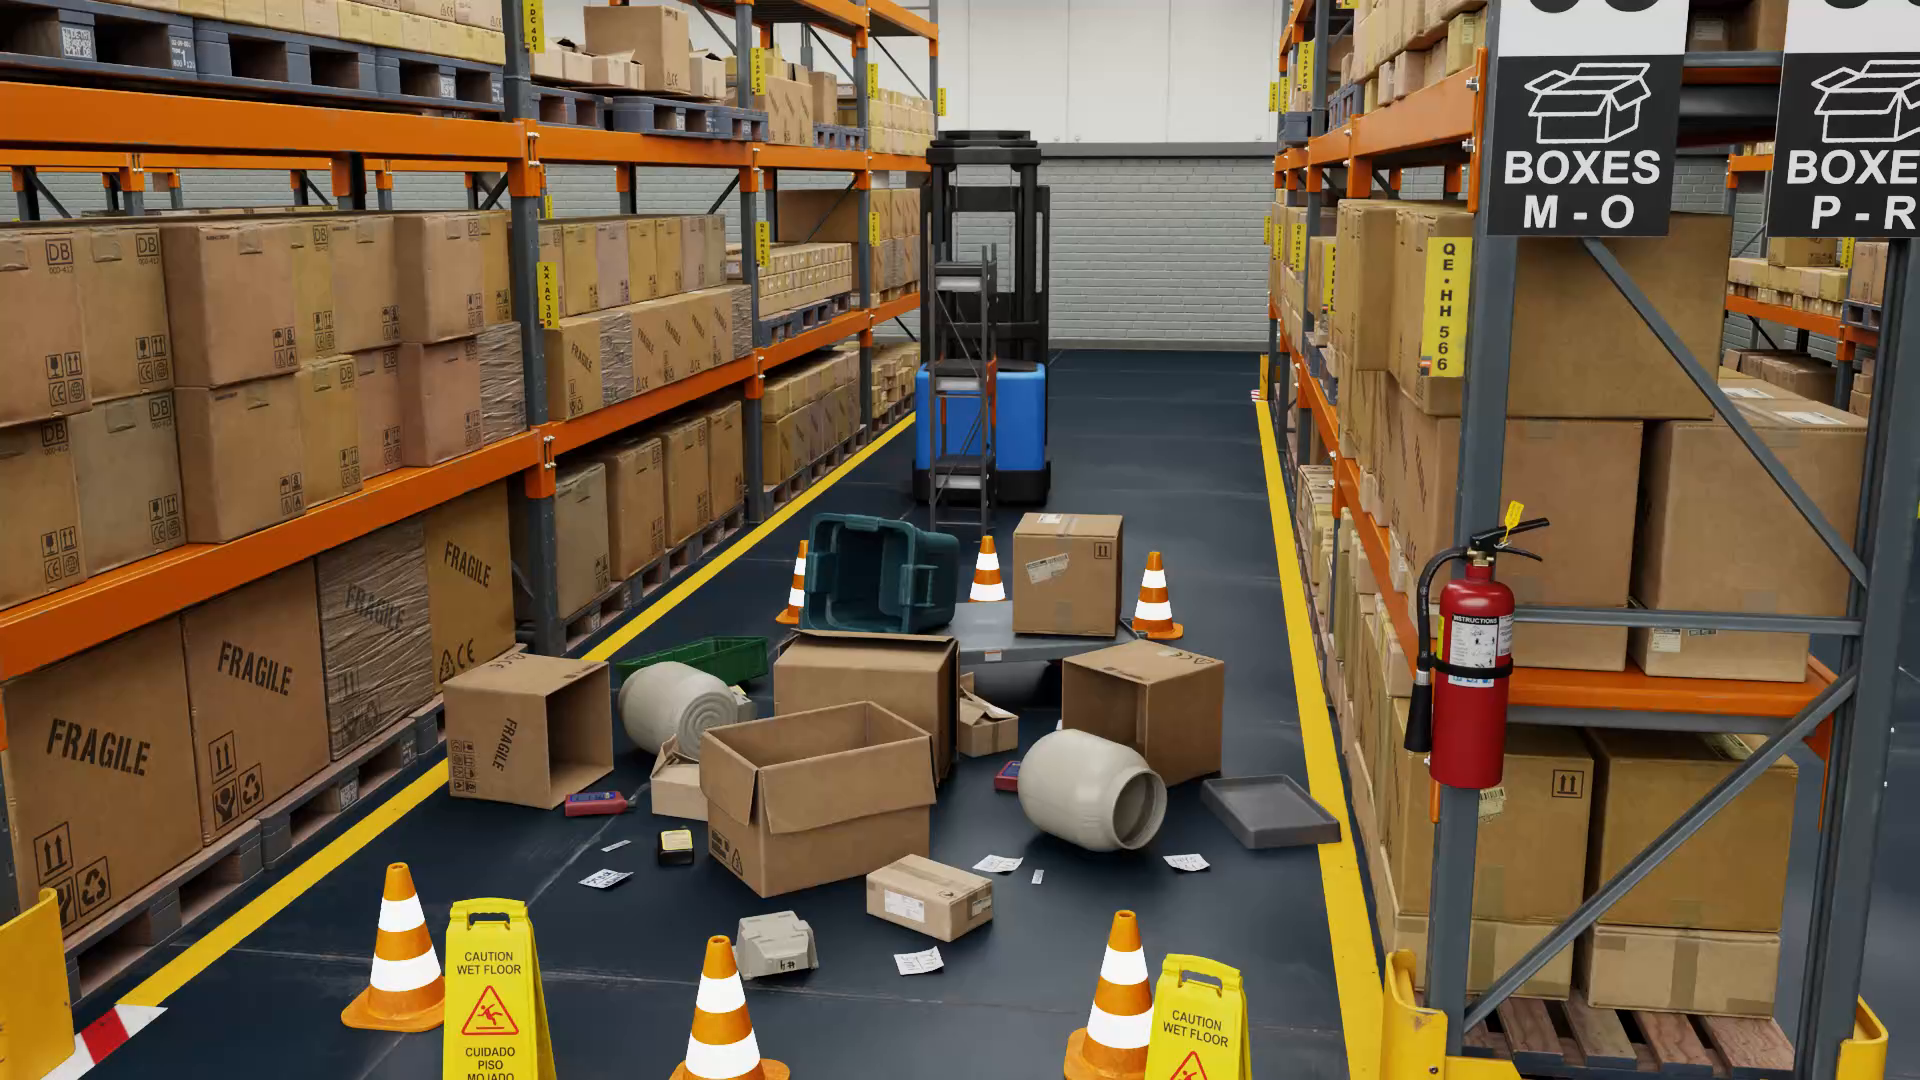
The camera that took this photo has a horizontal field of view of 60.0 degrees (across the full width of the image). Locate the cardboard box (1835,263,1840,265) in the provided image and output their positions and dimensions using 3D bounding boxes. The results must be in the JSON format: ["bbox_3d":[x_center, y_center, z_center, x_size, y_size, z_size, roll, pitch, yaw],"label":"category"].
[{"bbox_3d":[9.084,-2.732,17.200,0.500,0.250,0.500,2,12,10],"label":"cardboard box"}]

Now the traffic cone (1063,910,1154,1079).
[{"bbox_3d":[0.479,1.305,4.839,0.336,0.463,0.334,2,12,9],"label":"traffic cone"}]

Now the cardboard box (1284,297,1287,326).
[{"bbox_3d":[3.032,-1.932,14.192,0.500,0.250,0.500,2,12,8],"label":"cardboard box"}]

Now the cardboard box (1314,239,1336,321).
[{"bbox_3d":[2.547,-1.674,10.700,0.500,0.500,0.500,3,12,12],"label":"cardboard box"}]

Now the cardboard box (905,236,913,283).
[{"bbox_3d":[-0.813,-3.050,18.082,0.500,0.500,0.500,3,12,11],"label":"cardboard box"}]

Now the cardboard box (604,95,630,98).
[{"bbox_3d":[-2.394,-3.008,10.832,0.500,0.250,0.500,2,12,10],"label":"cardboard box"}]

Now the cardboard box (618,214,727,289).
[{"bbox_3d":[-2.067,-2.053,11.789,0.700,0.500,0.500,2,12,8],"label":"cardboard box"}]

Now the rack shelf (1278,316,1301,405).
[{"bbox_3d":[3.226,-1.534,13.698,1.077,0.370,4.000,2,12,9],"label":"rack shelf"}]

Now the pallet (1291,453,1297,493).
[{"bbox_3d":[3.304,-0.521,13.909,1.003,0.211,1.213,2,12,9],"label":"pallet"}]

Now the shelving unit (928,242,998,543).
[{"bbox_3d":[0.025,-1.061,11.932,0.431,2.100,0.503,2,12,9],"label":"shelving unit"}]

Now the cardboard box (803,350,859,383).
[{"bbox_3d":[-1.238,-1.628,15.583,0.500,0.250,0.500,2,12,7],"label":"cardboard box"}]

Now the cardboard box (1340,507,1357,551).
[{"bbox_3d":[1.867,-0.043,7.284,0.380,0.149,0.250,2,12,9],"label":"cardboard box"}]

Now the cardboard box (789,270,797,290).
[{"bbox_3d":[-1.561,-2.147,13.729,0.380,0.149,0.250,2,12,9],"label":"cardboard box"}]

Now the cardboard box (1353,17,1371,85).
[{"bbox_3d":[1.965,-2.092,7.111,0.500,0.250,0.500,2,12,7],"label":"cardboard box"}]

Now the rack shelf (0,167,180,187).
[{"bbox_3d":[-10.845,-4.314,19.480,1.077,0.370,4.000,2,12,9],"label":"rack shelf"}]

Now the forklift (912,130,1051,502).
[{"bbox_3d":[0.219,-1.994,14.288,1.130,2.935,3.031,1,12,2],"label":"forklift"}]

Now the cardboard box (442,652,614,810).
[{"bbox_3d":[-1.828,0.801,7.083,0.500,0.500,0.500,4,13,18],"label":"cardboard box"}]

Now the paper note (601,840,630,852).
[{"bbox_3d":[-1.335,1.188,6.459,0.032,0.001,0.123,10,15,38],"label":"paper note"}]

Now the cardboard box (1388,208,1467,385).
[{"bbox_3d":[1.636,-0.705,4.830,0.700,0.500,0.500,2,12,9],"label":"cardboard box"}]

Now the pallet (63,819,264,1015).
[{"bbox_3d":[-3.173,1.251,5.687,1.003,0.211,1.213,2,12,9],"label":"pallet"}]

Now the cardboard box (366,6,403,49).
[{"bbox_3d":[-2.500,-2.076,6.748,0.380,0.149,0.250,2,12,10],"label":"cardboard box"}]

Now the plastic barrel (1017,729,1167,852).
[{"bbox_3d":[0.510,0.977,6.457,0.421,0.421,0.512,-10,16,-40],"label":"plastic barrel"}]

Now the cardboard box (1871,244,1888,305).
[{"bbox_3d":[8.064,-2.195,13.823,0.700,0.500,0.500,2,12,9],"label":"cardboard box"}]

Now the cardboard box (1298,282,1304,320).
[{"bbox_3d":[2.742,-1.749,12.160,0.500,0.250,0.500,2,12,8],"label":"cardboard box"}]

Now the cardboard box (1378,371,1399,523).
[{"bbox_3d":[1.661,-0.328,5.452,0.500,0.500,0.500,2,12,8],"label":"cardboard box"}]

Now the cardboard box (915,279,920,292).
[{"bbox_3d":[-0.644,-2.917,19.004,0.380,0.149,0.250,2,12,10],"label":"cardboard box"}]

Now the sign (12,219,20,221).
[{"bbox_3d":[-7.423,-2.374,13.139,0.100,0.325,0.005,2,12,9],"label":"sign"}]

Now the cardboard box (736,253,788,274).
[{"bbox_3d":[-1.604,-2.234,13.426,0.380,0.149,0.250,1,12,6],"label":"cardboard box"}]

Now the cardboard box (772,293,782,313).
[{"bbox_3d":[-1.638,-1.890,13.241,0.380,0.149,0.250,3,12,11],"label":"cardboard box"}]

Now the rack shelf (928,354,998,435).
[{"bbox_3d":[0.025,-1.048,11.935,0.431,0.518,0.480,2,12,9],"label":"rack shelf"}]

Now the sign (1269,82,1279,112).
[{"bbox_3d":[3.601,-5.086,19.091,0.100,0.325,0.005,2,12,9],"label":"sign"}]

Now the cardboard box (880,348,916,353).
[{"bbox_3d":[-0.701,-2.098,18.964,0.380,0.149,0.250,1,12,6],"label":"cardboard box"}]

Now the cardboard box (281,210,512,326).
[{"bbox_3d":[-2.694,-1.301,7.992,0.875,0.550,0.550,2,12,9],"label":"cardboard box"}]

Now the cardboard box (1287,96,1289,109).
[{"bbox_3d":[3.111,-3.815,14.777,0.396,0.266,0.258,2,12,8],"label":"cardboard box"}]

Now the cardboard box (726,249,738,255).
[{"bbox_3d":[-2.124,-2.422,14.299,0.380,0.149,0.250,2,12,10],"label":"cardboard box"}]

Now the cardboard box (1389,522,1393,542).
[{"bbox_3d":[1.662,-0.034,5.629,0.380,0.149,0.250,2,12,8],"label":"cardboard box"}]

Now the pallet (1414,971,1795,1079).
[{"bbox_3d":[1.859,1.376,5.110,1.003,0.211,1.213,2,12,9],"label":"pallet"}]

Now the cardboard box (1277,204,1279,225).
[{"bbox_3d":[3.573,-3.262,17.401,0.500,0.500,0.500,2,12,9],"label":"cardboard box"}]

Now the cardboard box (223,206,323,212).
[{"bbox_3d":[-6.466,-2.886,15.648,0.797,0.503,0.637,2,12,9],"label":"cardboard box"}]

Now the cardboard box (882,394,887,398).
[{"bbox_3d":[-0.972,-1.427,17.265,0.380,0.149,0.250,2,12,8],"label":"cardboard box"}]

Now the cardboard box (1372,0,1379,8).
[{"bbox_3d":[1.805,-2.151,6.439,0.380,0.149,0.250,2,12,8],"label":"cardboard box"}]

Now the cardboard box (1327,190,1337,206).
[{"bbox_3d":[3.414,-3.282,15.954,0.380,0.149,0.250,2,12,10],"label":"cardboard box"}]

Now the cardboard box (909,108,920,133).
[{"bbox_3d":[-0.736,-4.594,18.240,0.500,0.250,0.500,2,12,9],"label":"cardboard box"}]

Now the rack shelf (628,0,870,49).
[{"bbox_3d":[-1.681,-4.410,13.755,1.077,0.370,4.000,2,12,9],"label":"rack shelf"}]

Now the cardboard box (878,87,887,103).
[{"bbox_3d":[-0.947,-4.488,16.803,0.380,0.149,0.250,2,12,7],"label":"cardboard box"}]

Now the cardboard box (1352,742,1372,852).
[{"bbox_3d":[1.709,0.941,6.035,0.500,0.250,0.500,1,12,7],"label":"cardboard box"}]

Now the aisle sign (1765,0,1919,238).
[{"bbox_3d":[1.985,-1.052,3.583,0.394,0.787,0.004,2,12,9],"label":"aisle sign"}]

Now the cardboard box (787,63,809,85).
[{"bbox_3d":[-1.741,-3.846,14.357,0.797,0.503,0.637,2,12,8],"label":"cardboard box"}]

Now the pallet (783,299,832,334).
[{"bbox_3d":[-1.724,-1.928,14.275,1.003,0.211,1.213,2,12,9],"label":"pallet"}]

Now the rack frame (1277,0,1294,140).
[{"bbox_3d":[4.149,-6.067,18.786,1.000,3.000,0.127,2,12,9],"label":"rack frame"}]

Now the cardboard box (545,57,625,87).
[{"bbox_3d":[-2.131,-2.657,9.443,0.380,0.149,0.250,2,12,9],"label":"cardboard box"}]

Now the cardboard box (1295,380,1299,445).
[{"bbox_3d":[3.517,-1.337,15.123,0.875,0.875,0.875,2,12,10],"label":"cardboard box"}]

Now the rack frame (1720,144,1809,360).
[{"bbox_3d":[9.054,-2.974,18.675,1.000,3.000,0.127,2,12,9],"label":"rack frame"}]

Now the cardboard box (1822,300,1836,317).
[{"bbox_3d":[8.257,-2.148,15.439,0.380,0.149,0.250,2,12,10],"label":"cardboard box"}]

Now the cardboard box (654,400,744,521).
[{"bbox_3d":[-2.171,-0.590,11.955,1.050,0.750,0.750,2,12,8],"label":"cardboard box"}]

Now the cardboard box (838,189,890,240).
[{"bbox_3d":[-0.998,-3.319,16.956,0.500,0.500,0.500,2,12,7],"label":"cardboard box"}]
